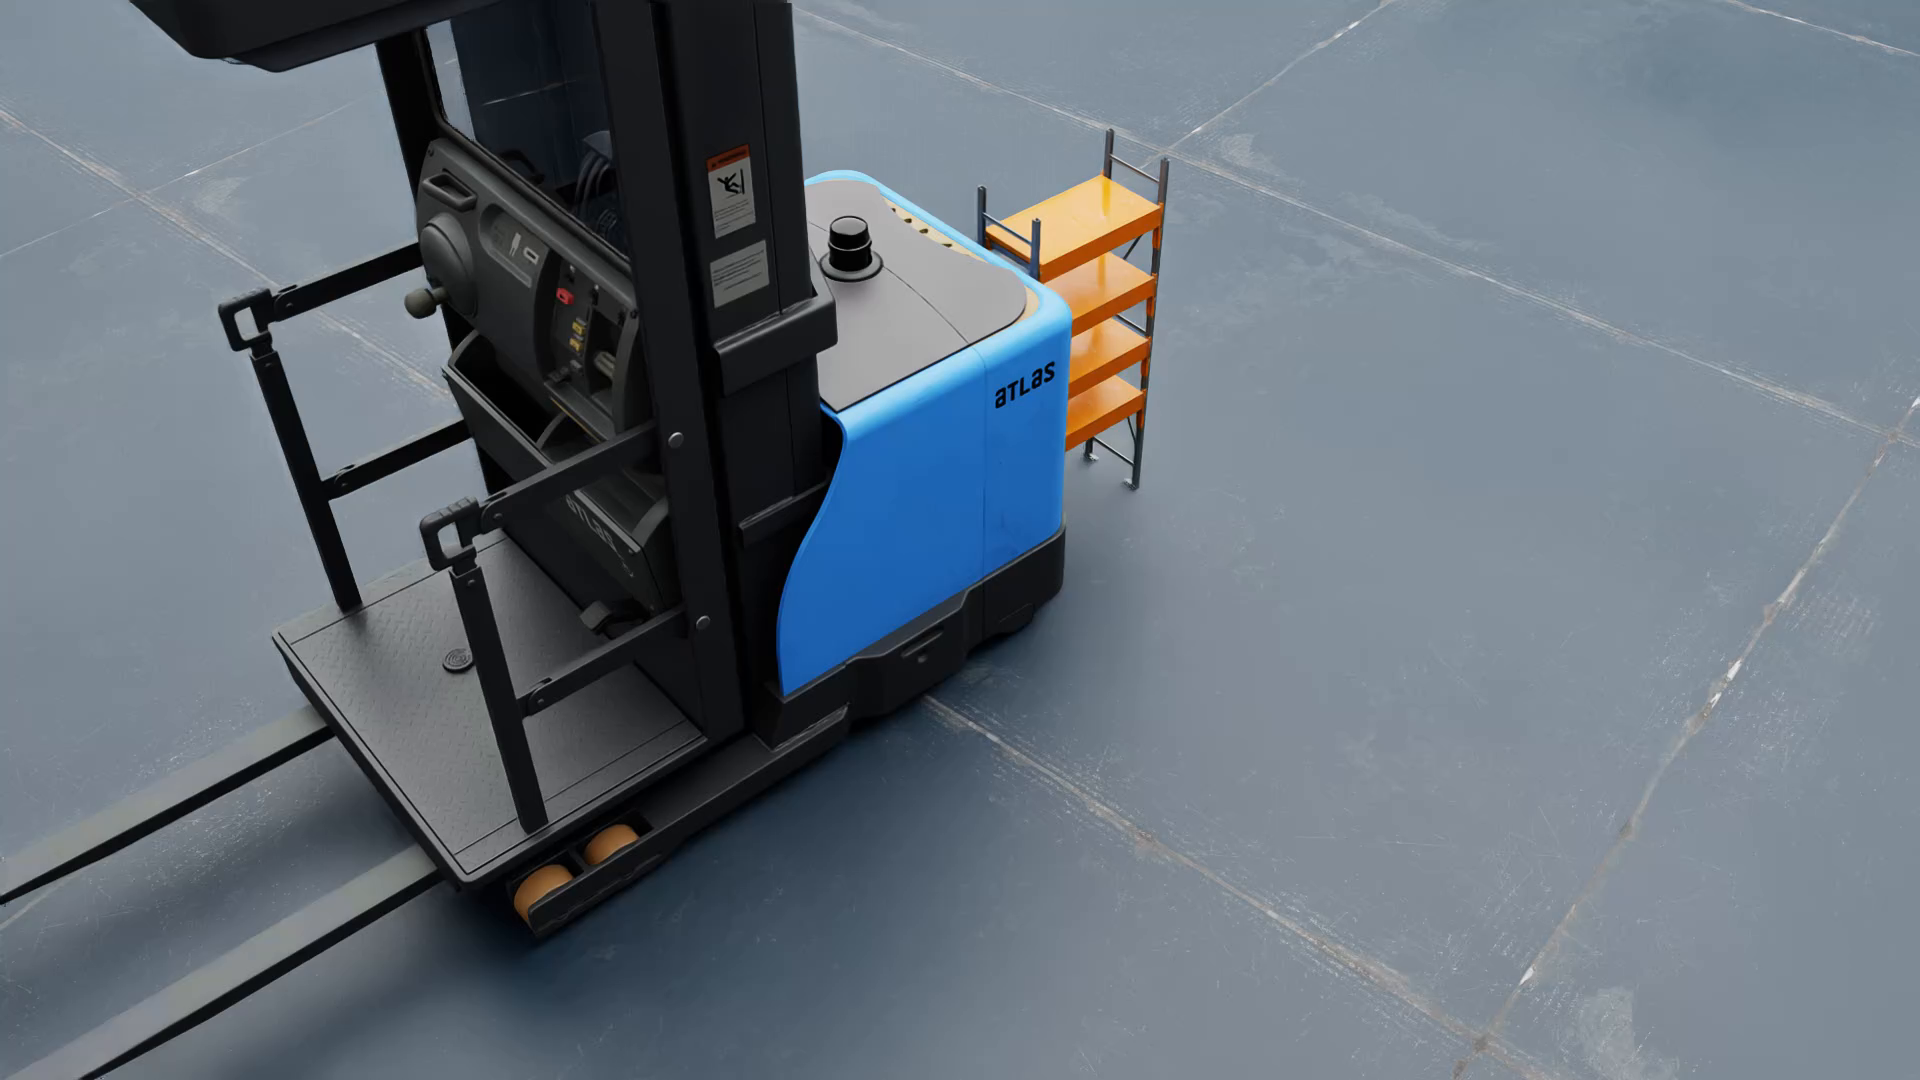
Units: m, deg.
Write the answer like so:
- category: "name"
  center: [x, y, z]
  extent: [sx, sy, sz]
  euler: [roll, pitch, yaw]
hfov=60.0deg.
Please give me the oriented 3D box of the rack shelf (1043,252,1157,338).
- category: "rack shelf"
  center: [0.316, -0.683, 4.876]
  extent: [0.480, 0.148, 0.258]
  euler: [-30, 50, -29]

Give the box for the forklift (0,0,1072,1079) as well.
- category: "forklift"
  center: [-1.136, -0.507, 3.629]
  extent: [3.031, 2.935, 1.130]
  euler: [-30, 50, -29]

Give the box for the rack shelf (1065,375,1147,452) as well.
- category: "rack shelf"
  center: [0.316, -0.370, 5.160]
  extent: [0.480, 0.148, 0.258]
  euler: [-30, 50, -29]

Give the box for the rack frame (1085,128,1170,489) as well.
- category: "rack frame"
  center: [0.501, -0.674, 5.099]
  extent: [0.015, 1.200, 0.240]
  euler: [-30, 50, -29]

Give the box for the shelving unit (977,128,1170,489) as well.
- category: "shelving unit"
  center: [0.316, -0.567, 4.982]
  extent: [0.503, 1.200, 0.258]
  euler: [-30, 50, -29]

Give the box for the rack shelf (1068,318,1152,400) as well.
- category: "rack shelf"
  center: [0.316, -0.517, 5.027]
  extent: [0.480, 0.148, 0.258]
  euler: [-30, 50, -29]

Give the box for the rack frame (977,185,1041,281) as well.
- category: "rack frame"
  center: [0.131, -0.460, 4.864]
  extent: [0.015, 1.200, 0.240]
  euler: [-30, 50, -29]

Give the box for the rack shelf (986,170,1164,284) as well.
- category: "rack shelf"
  center: [0.316, -0.858, 4.717]
  extent: [0.480, 0.148, 0.258]
  euler: [-30, 50, -29]
